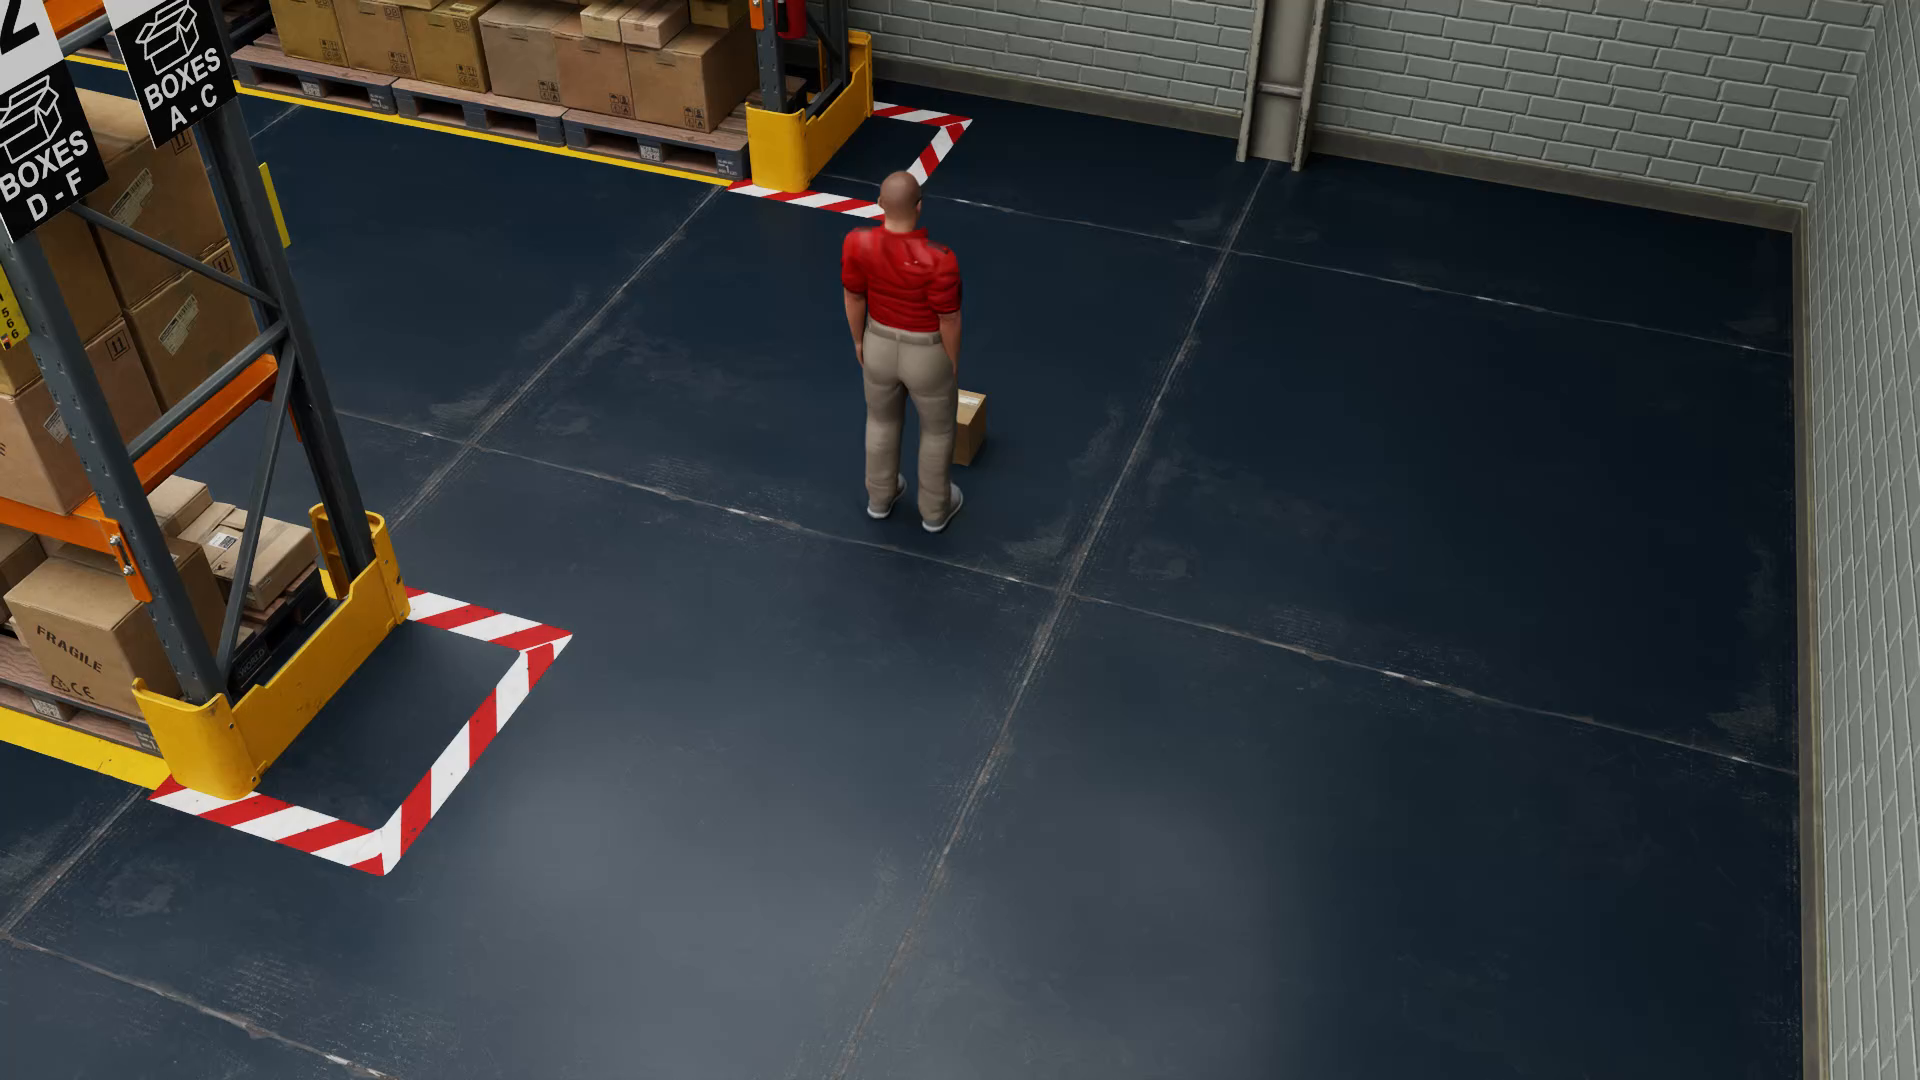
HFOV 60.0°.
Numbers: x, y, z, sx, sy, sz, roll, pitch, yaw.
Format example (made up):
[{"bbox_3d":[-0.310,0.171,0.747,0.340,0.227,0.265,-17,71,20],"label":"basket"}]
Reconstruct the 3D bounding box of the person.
[{"bbox_3d":[-0.219,-0.805,7.098,0.527,1.728,0.360,15,43,16],"label":"person"}]
